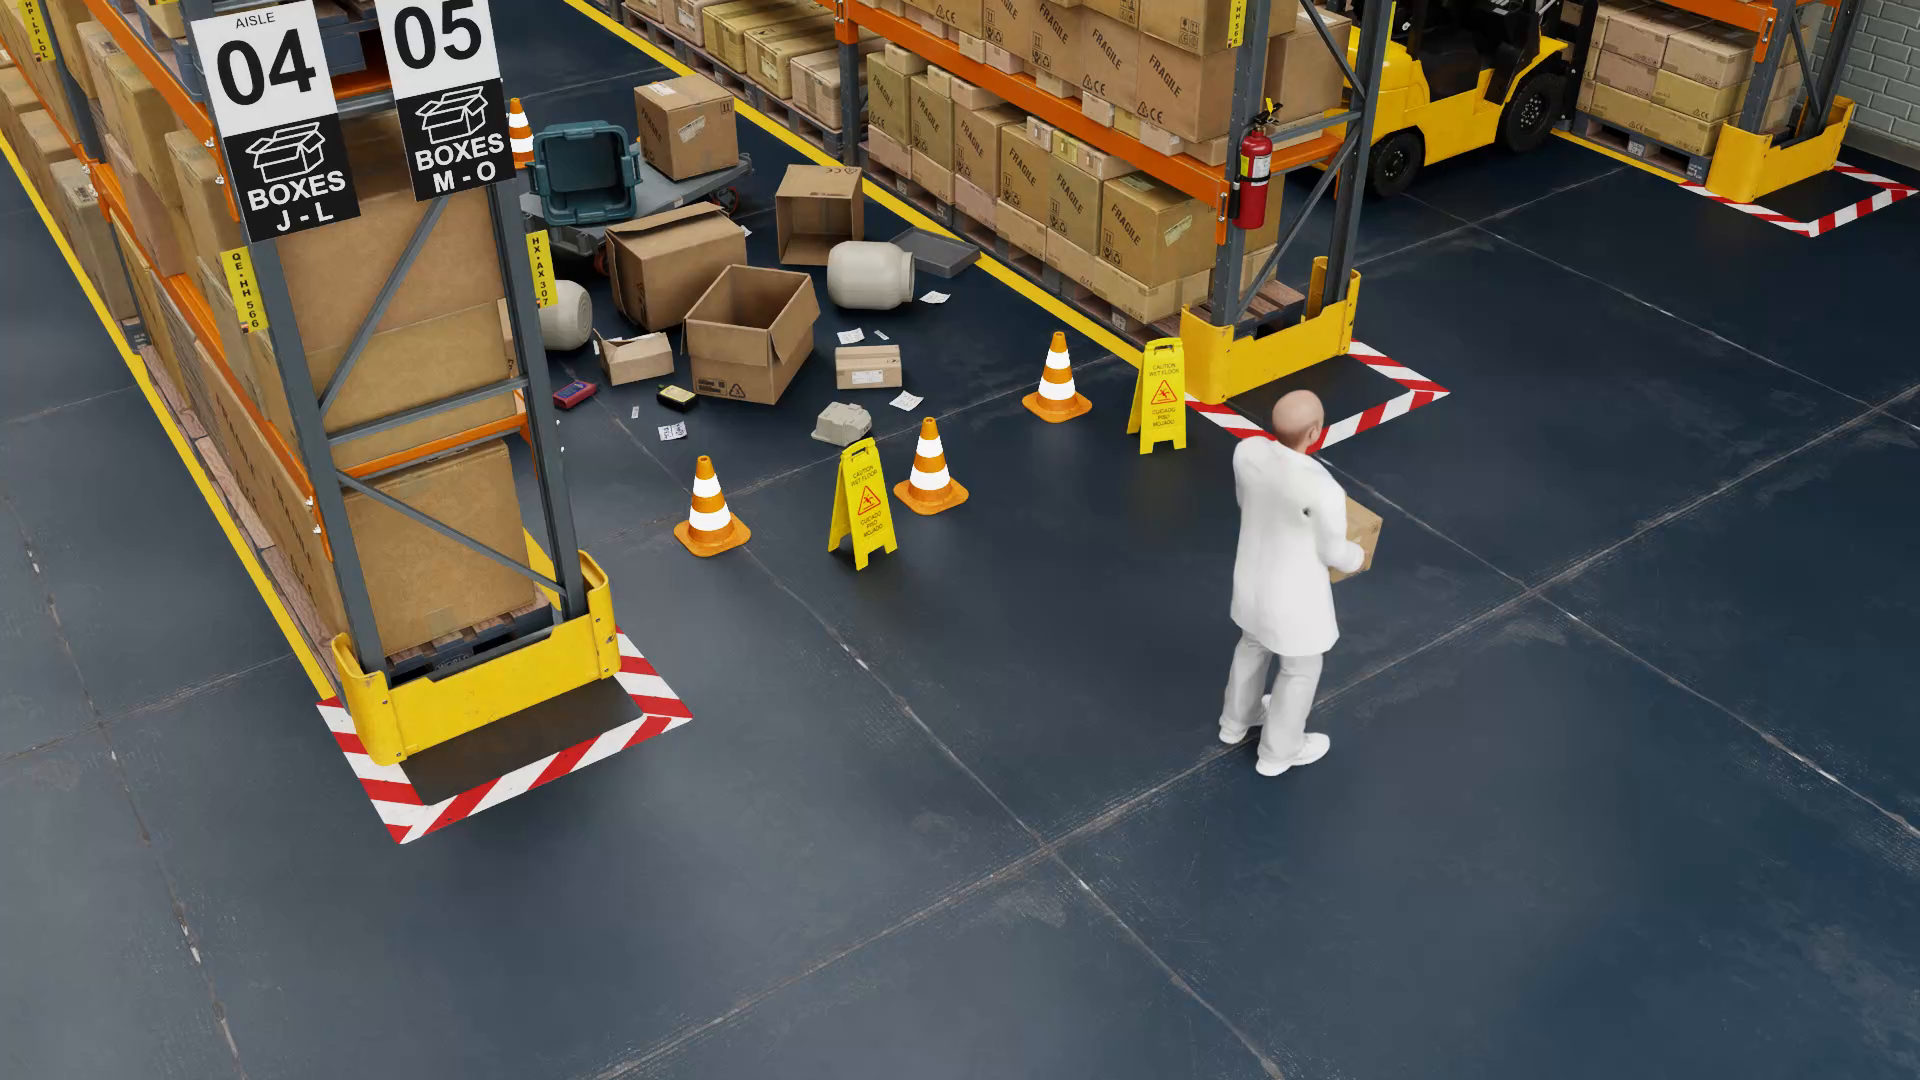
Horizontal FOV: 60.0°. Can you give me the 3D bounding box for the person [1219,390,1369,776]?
[{"bbox_3d":[1.387,0.138,6.819,0.517,1.782,0.559,-23,42,-28],"label":"person"}]
